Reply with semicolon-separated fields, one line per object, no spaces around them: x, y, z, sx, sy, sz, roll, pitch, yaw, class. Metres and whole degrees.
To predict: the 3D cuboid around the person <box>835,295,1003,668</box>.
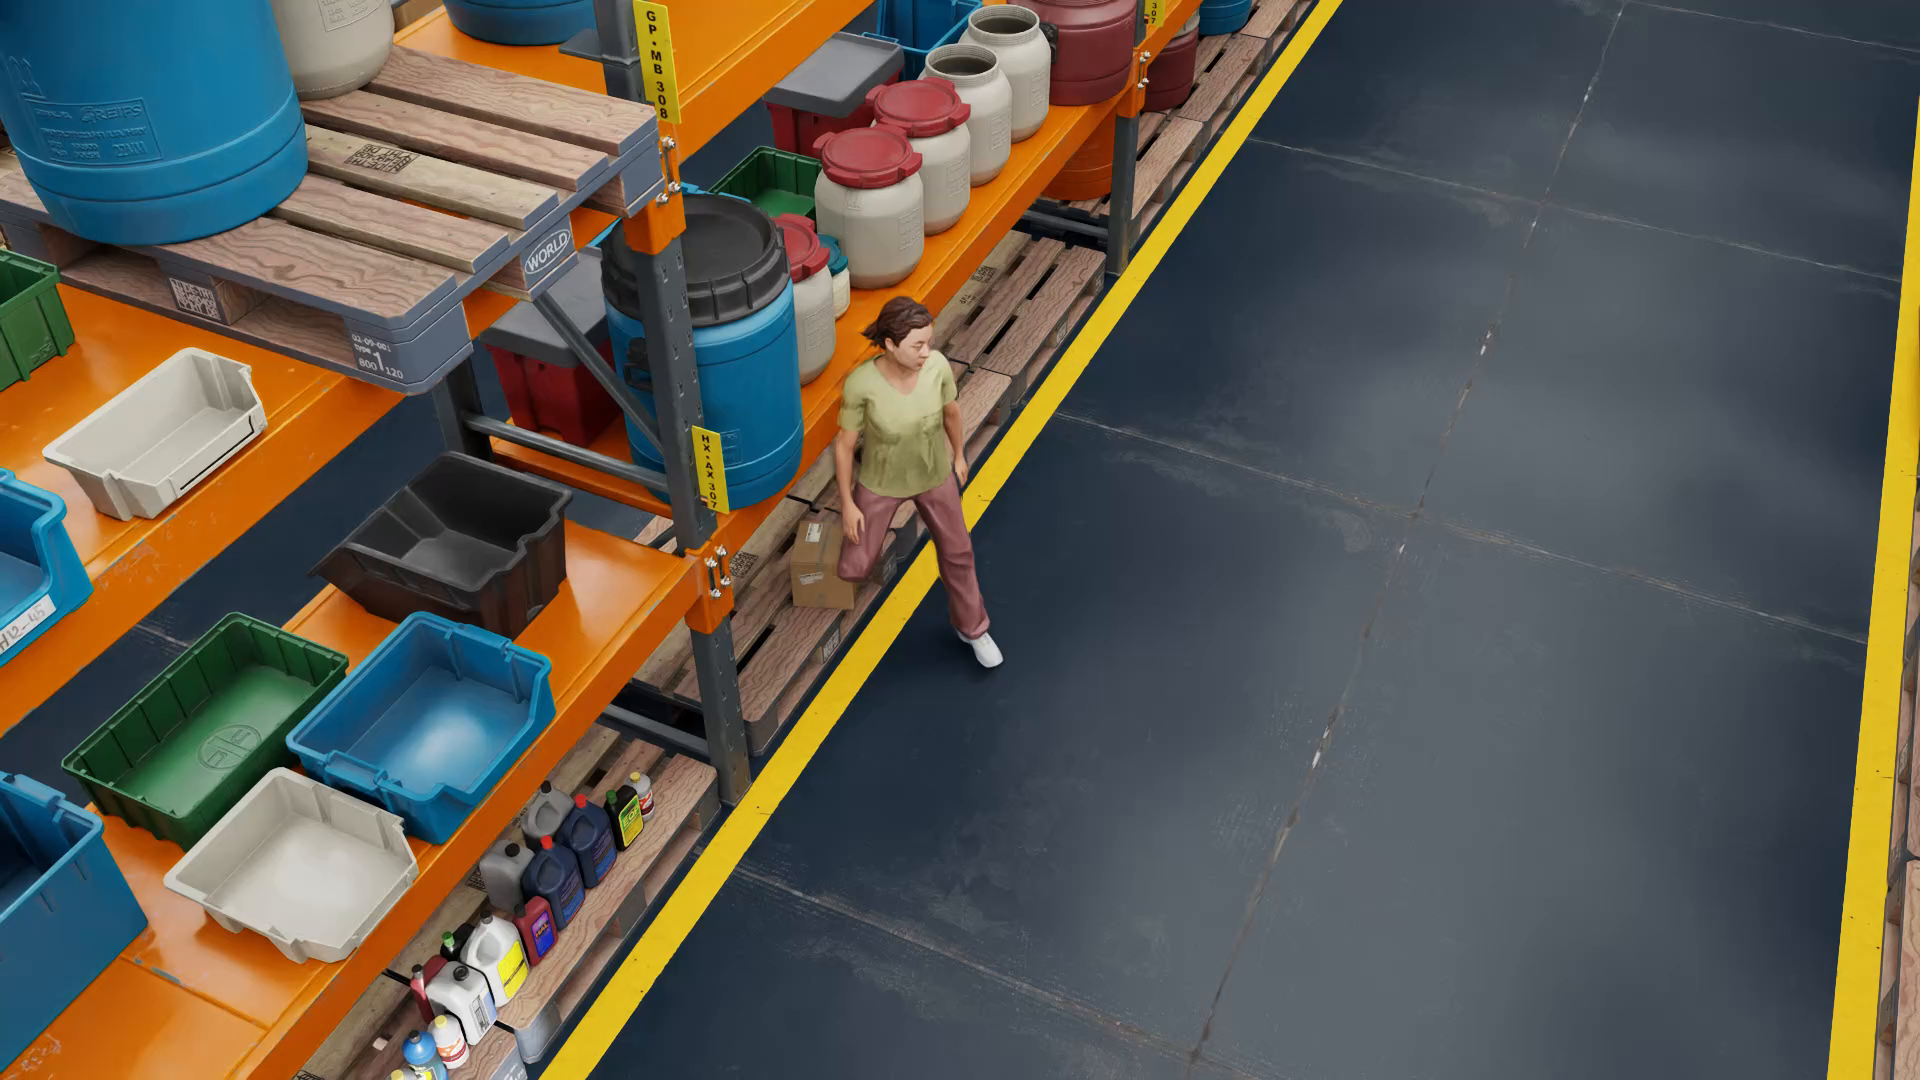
-0.201;-0.229;6.411;0.618;1.646;0.671;-11;43;-12;person
